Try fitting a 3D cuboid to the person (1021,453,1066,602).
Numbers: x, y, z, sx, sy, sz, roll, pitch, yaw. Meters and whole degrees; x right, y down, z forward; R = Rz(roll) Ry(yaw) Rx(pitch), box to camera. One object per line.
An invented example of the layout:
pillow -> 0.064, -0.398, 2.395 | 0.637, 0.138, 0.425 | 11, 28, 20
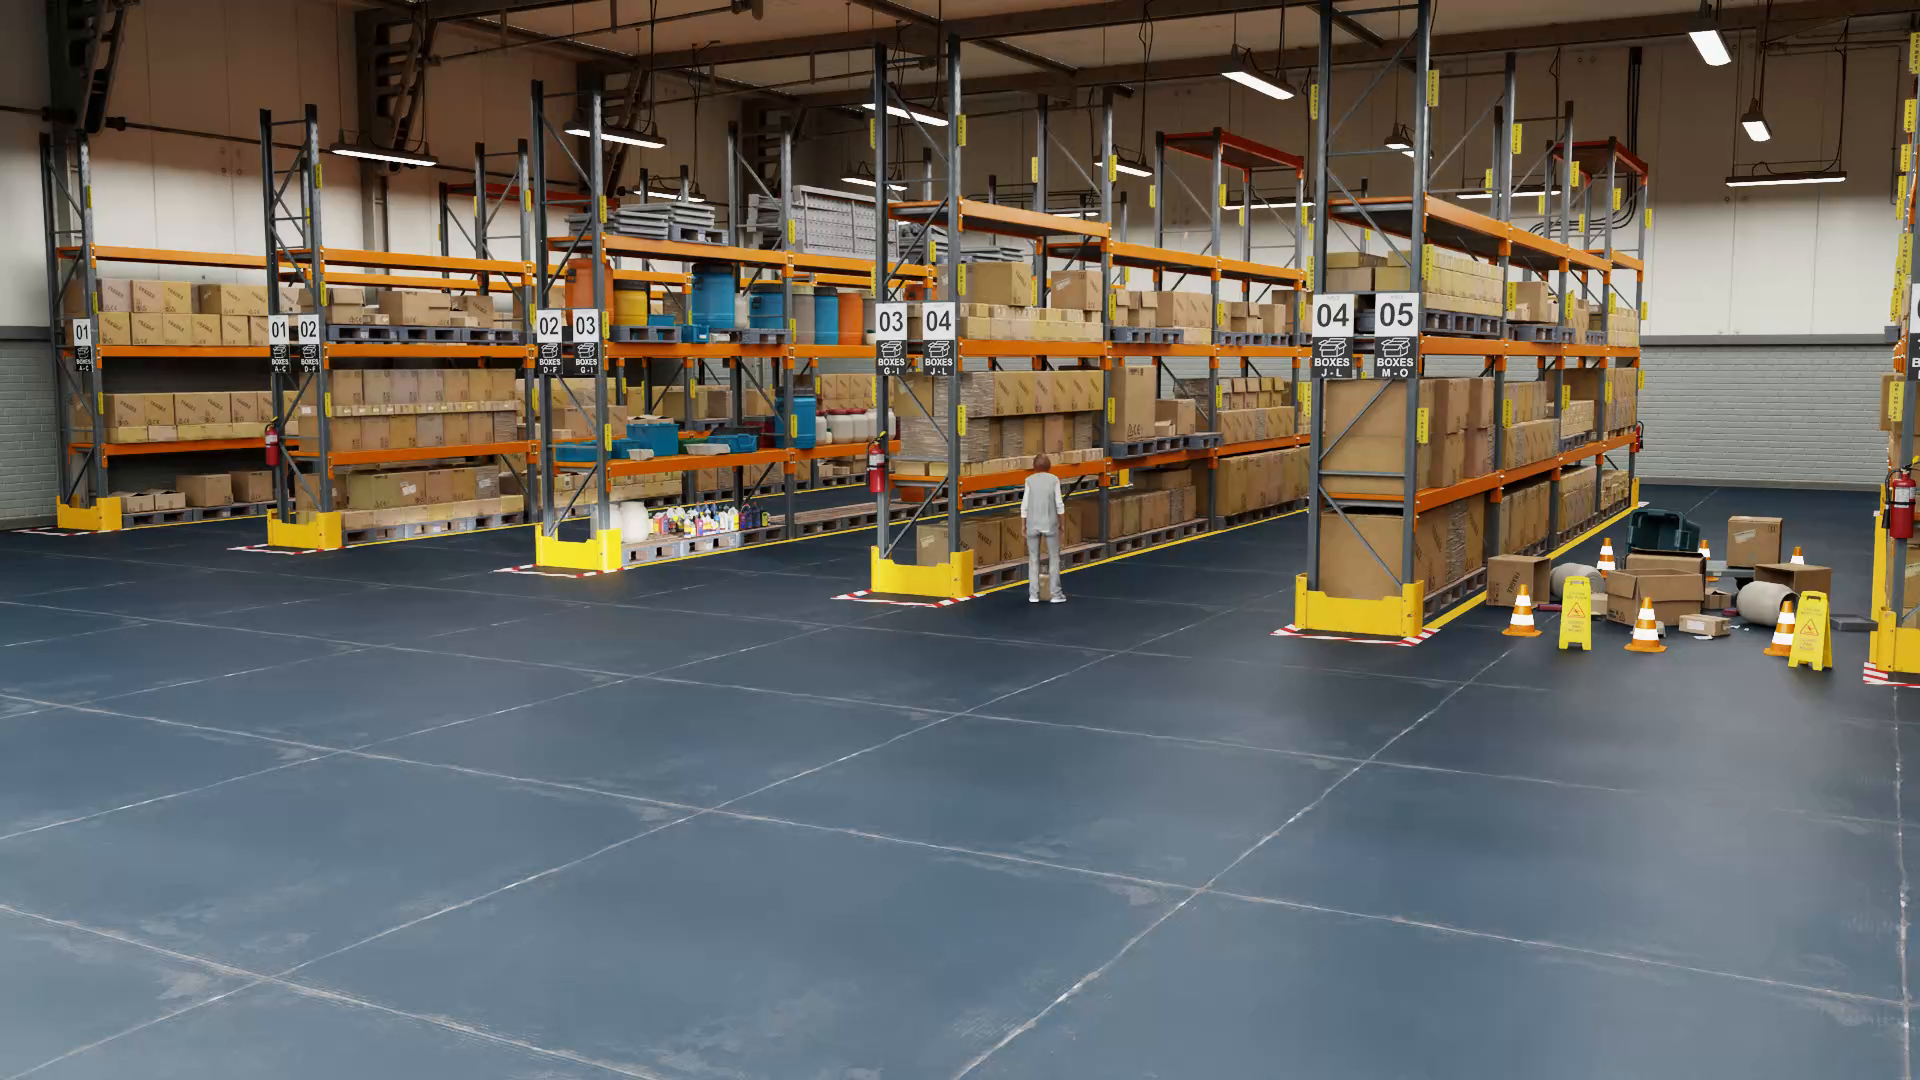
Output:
person -> 0.888, -0.126, 17.738 | 0.481, 1.593, 0.345 | 1, 6, 11
